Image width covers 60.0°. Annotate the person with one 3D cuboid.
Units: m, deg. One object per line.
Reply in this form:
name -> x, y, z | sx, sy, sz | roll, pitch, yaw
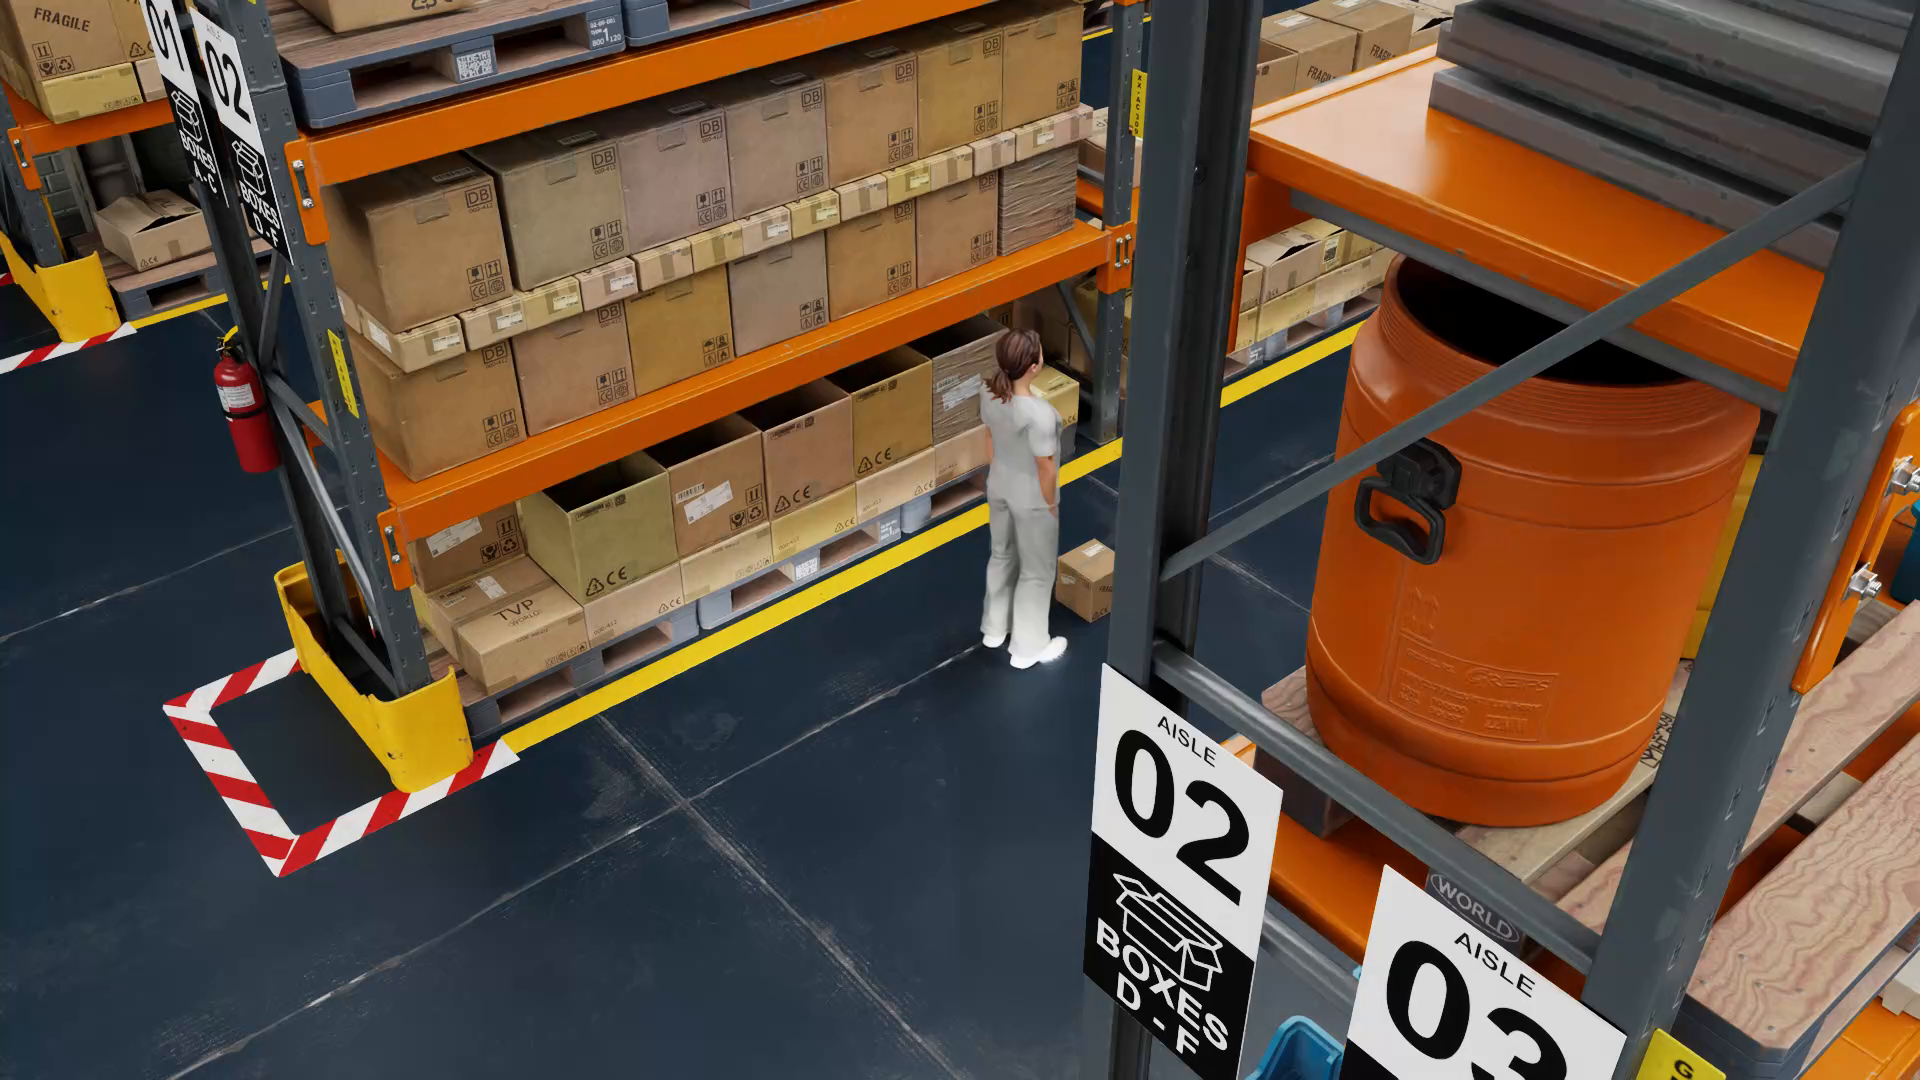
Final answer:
person -> 0.261, -0.189, 7.346 | 0.359, 1.675, 0.438 | -27, 44, -32
